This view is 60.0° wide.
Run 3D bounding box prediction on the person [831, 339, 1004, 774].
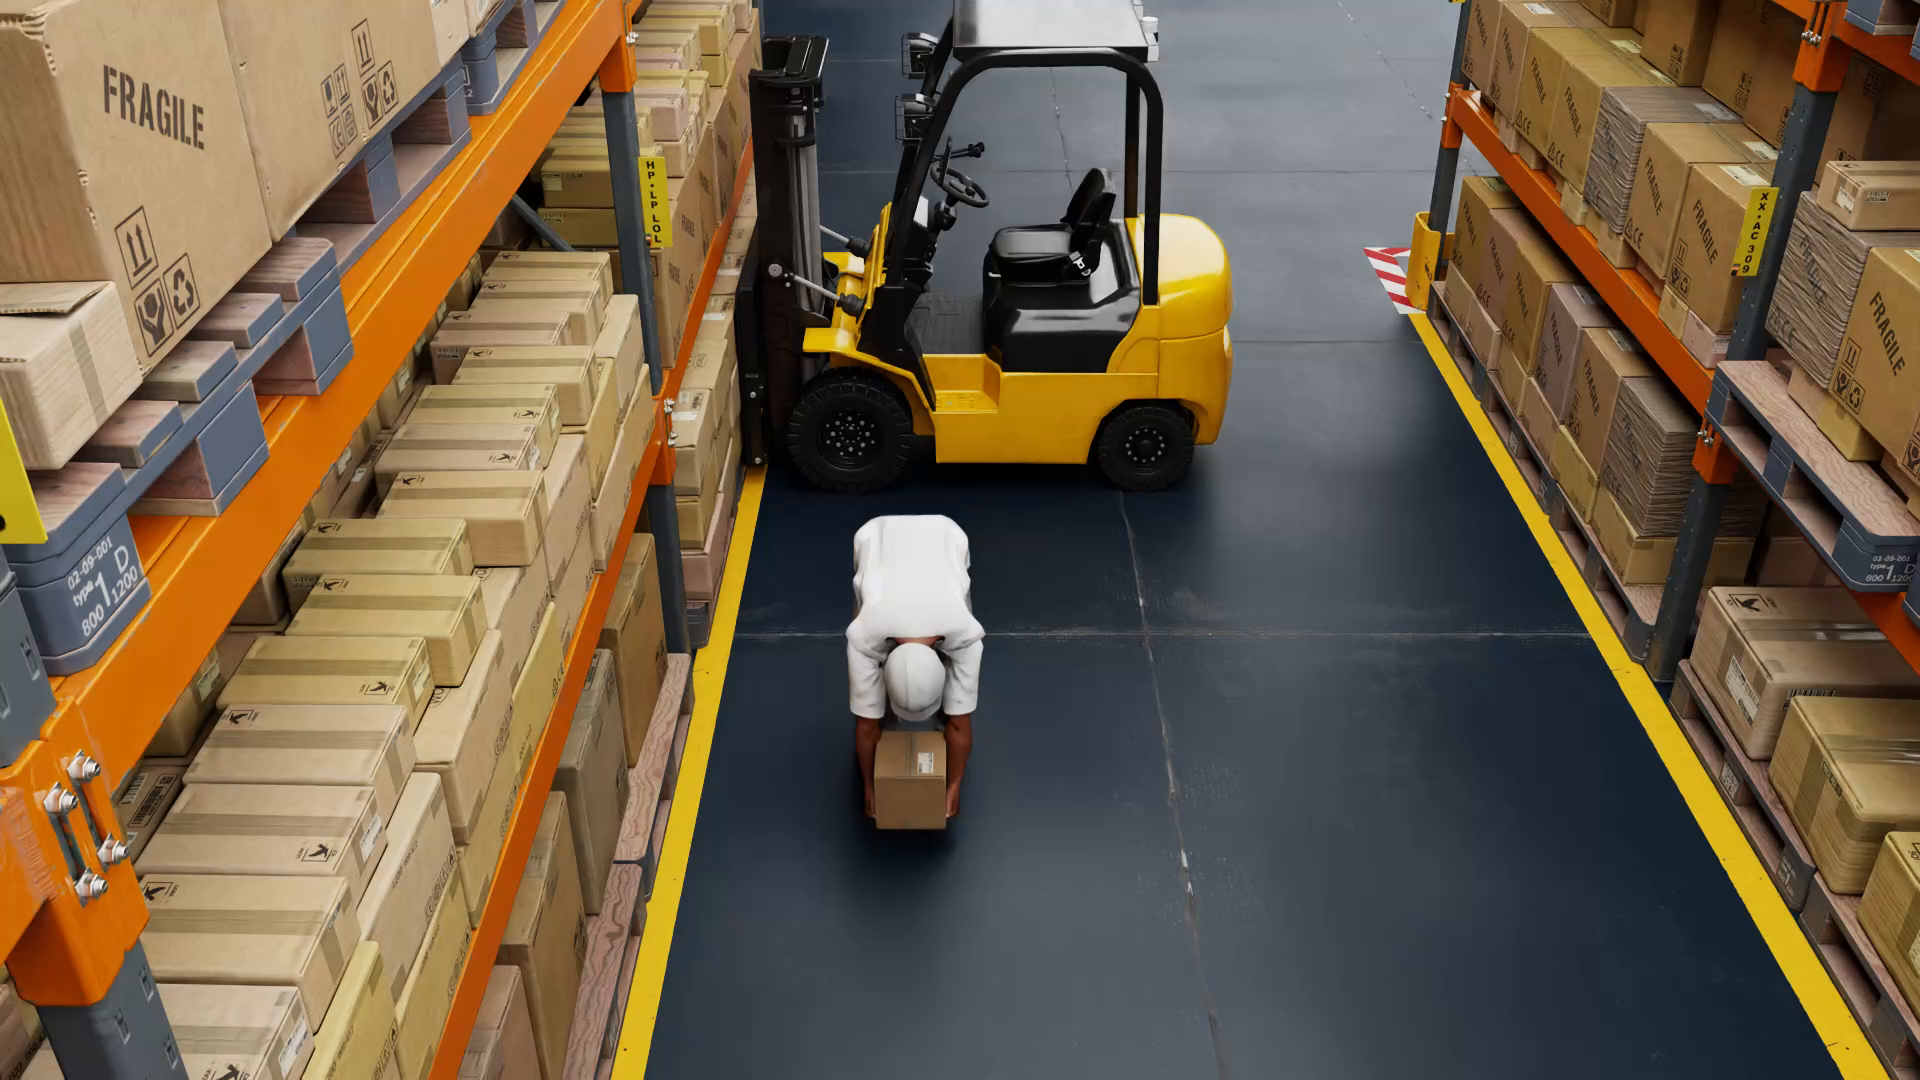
[{"bbox_3d":[-0.151,0.068,6.010,0.624,1.755,0.463,-1,31,-1],"label":"person"}]
